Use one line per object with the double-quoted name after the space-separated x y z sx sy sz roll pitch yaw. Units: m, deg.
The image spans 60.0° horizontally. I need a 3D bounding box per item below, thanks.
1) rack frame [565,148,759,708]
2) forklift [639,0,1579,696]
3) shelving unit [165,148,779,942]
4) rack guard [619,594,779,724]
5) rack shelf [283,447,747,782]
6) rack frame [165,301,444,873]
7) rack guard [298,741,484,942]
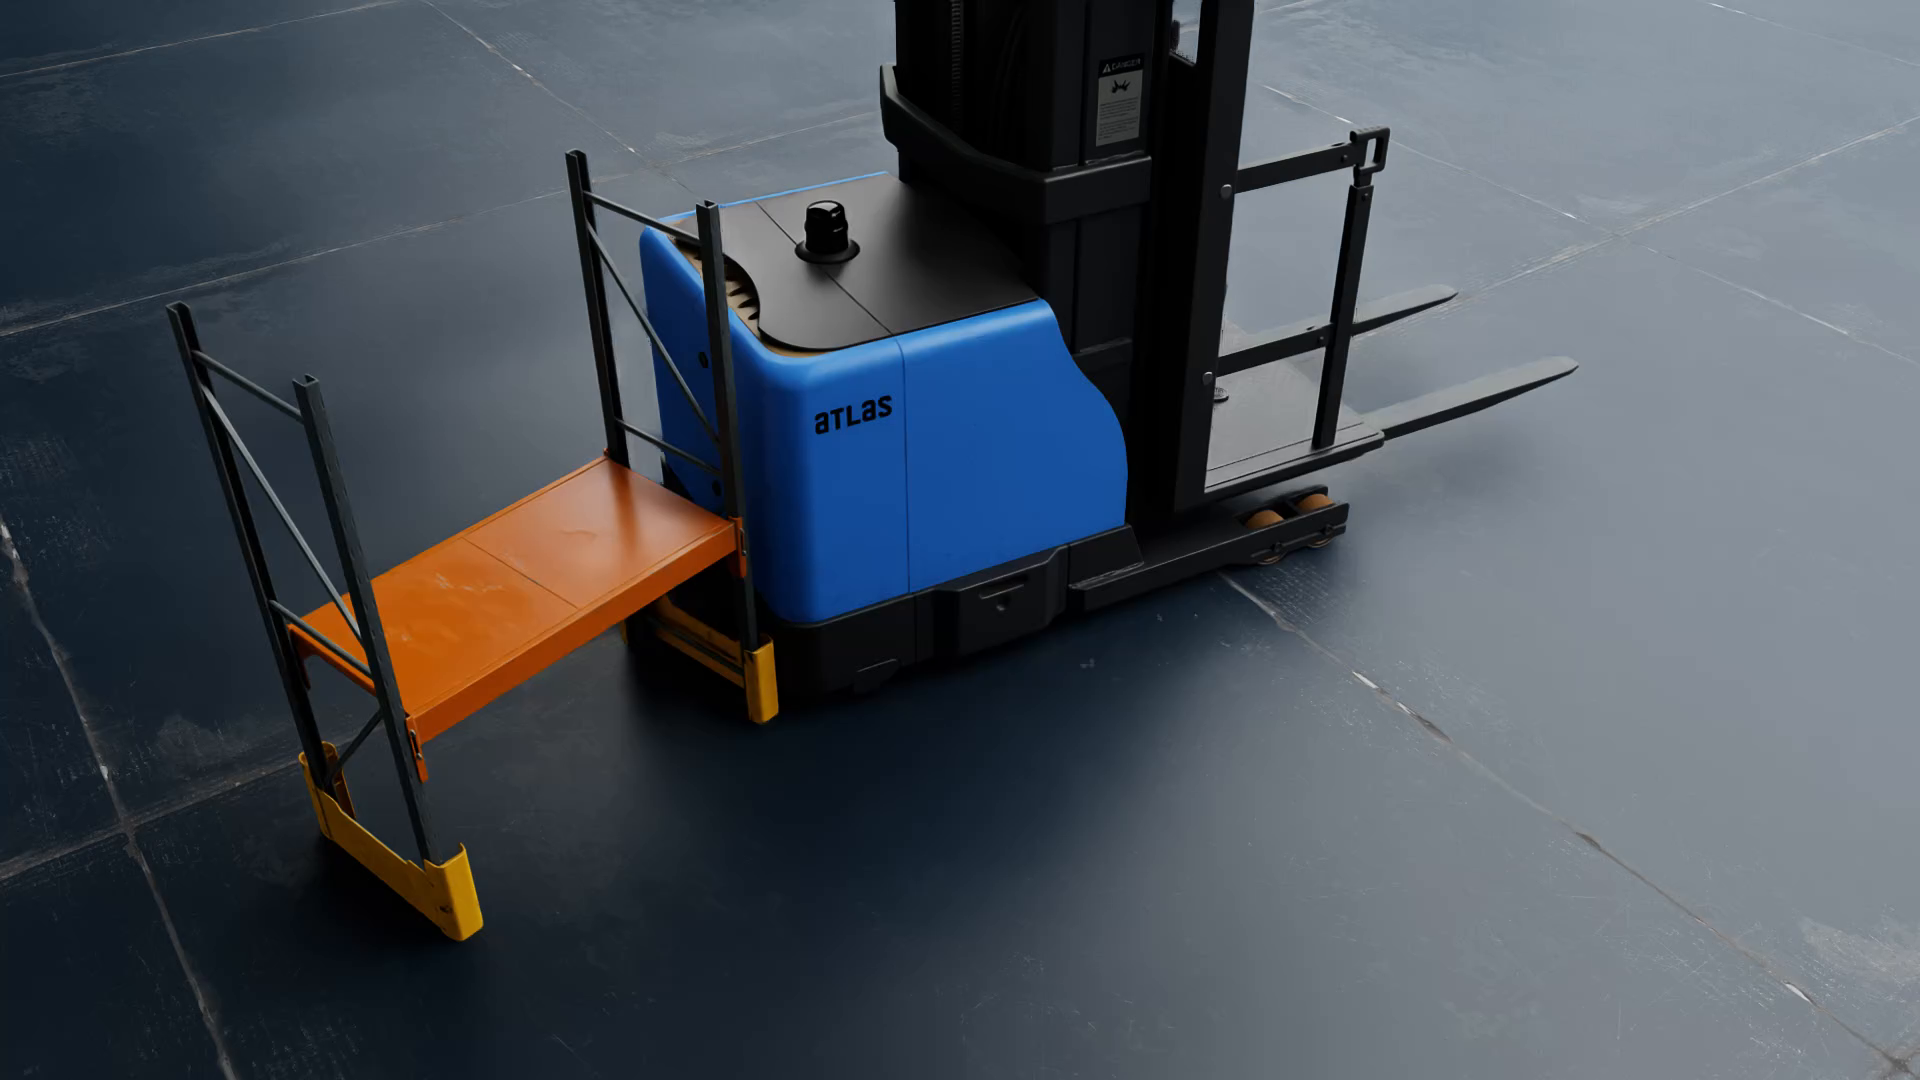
-0.742 -0.230 4.285 0.500 1.500 0.032 26 43 31 "rack frame"
0.634 -1.368 4.642 3.031 2.935 1.130 -17 39 -22 "forklift"
-1.062 -0.006 3.974 0.587 1.500 1.083 26 43 31 "shelving unit"
-0.743 0.278 4.649 0.587 0.250 0.087 26 43 31 "rack guard"
-1.068 0.144 4.073 0.538 0.185 1.000 26 43 31 "rack shelf"
-1.394 0.226 3.652 0.500 1.500 0.032 26 43 31 "rack frame"
-1.381 0.724 4.029 0.587 0.250 0.087 26 43 31 "rack guard"
